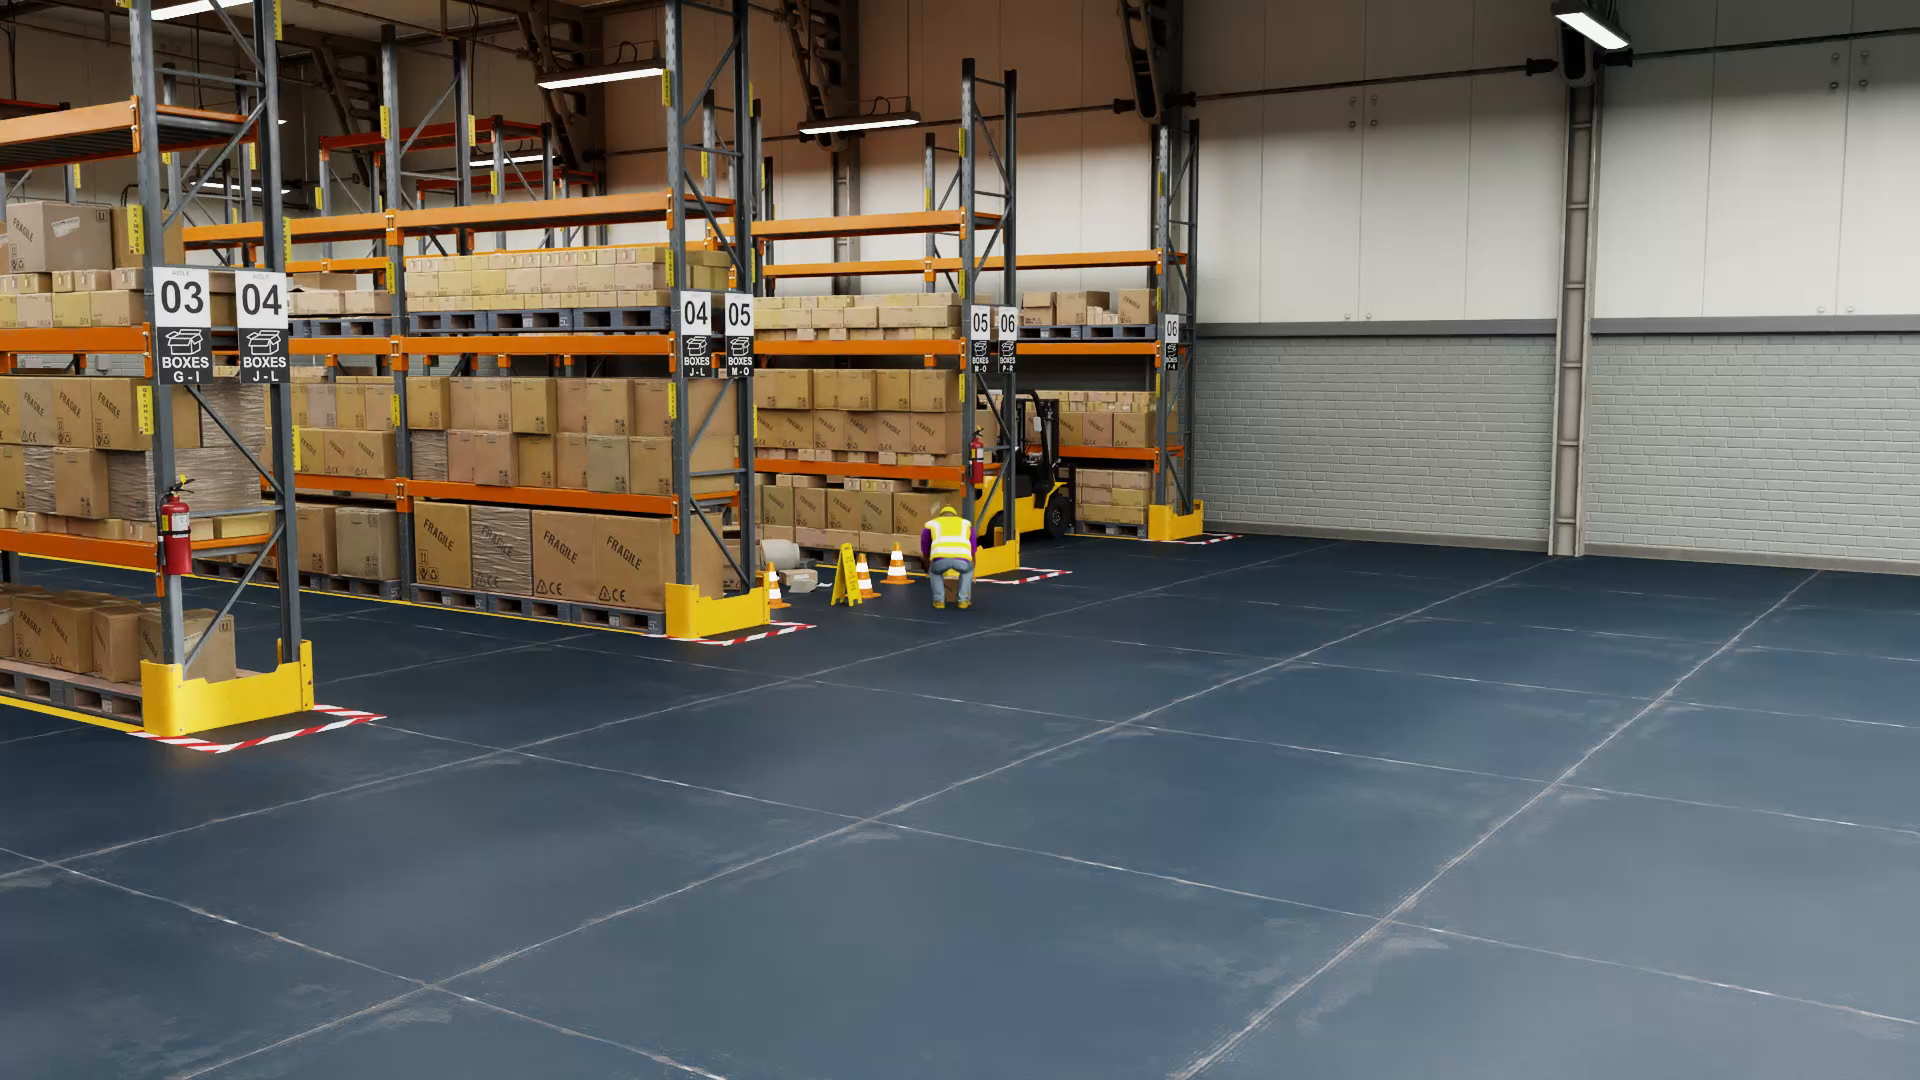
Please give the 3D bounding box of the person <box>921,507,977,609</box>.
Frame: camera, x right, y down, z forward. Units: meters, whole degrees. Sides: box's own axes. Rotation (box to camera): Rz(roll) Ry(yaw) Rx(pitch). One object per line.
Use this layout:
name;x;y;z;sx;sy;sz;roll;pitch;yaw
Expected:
person;-0.127;0.186;17.437;0.584;1.017;0.887;0;6;4
